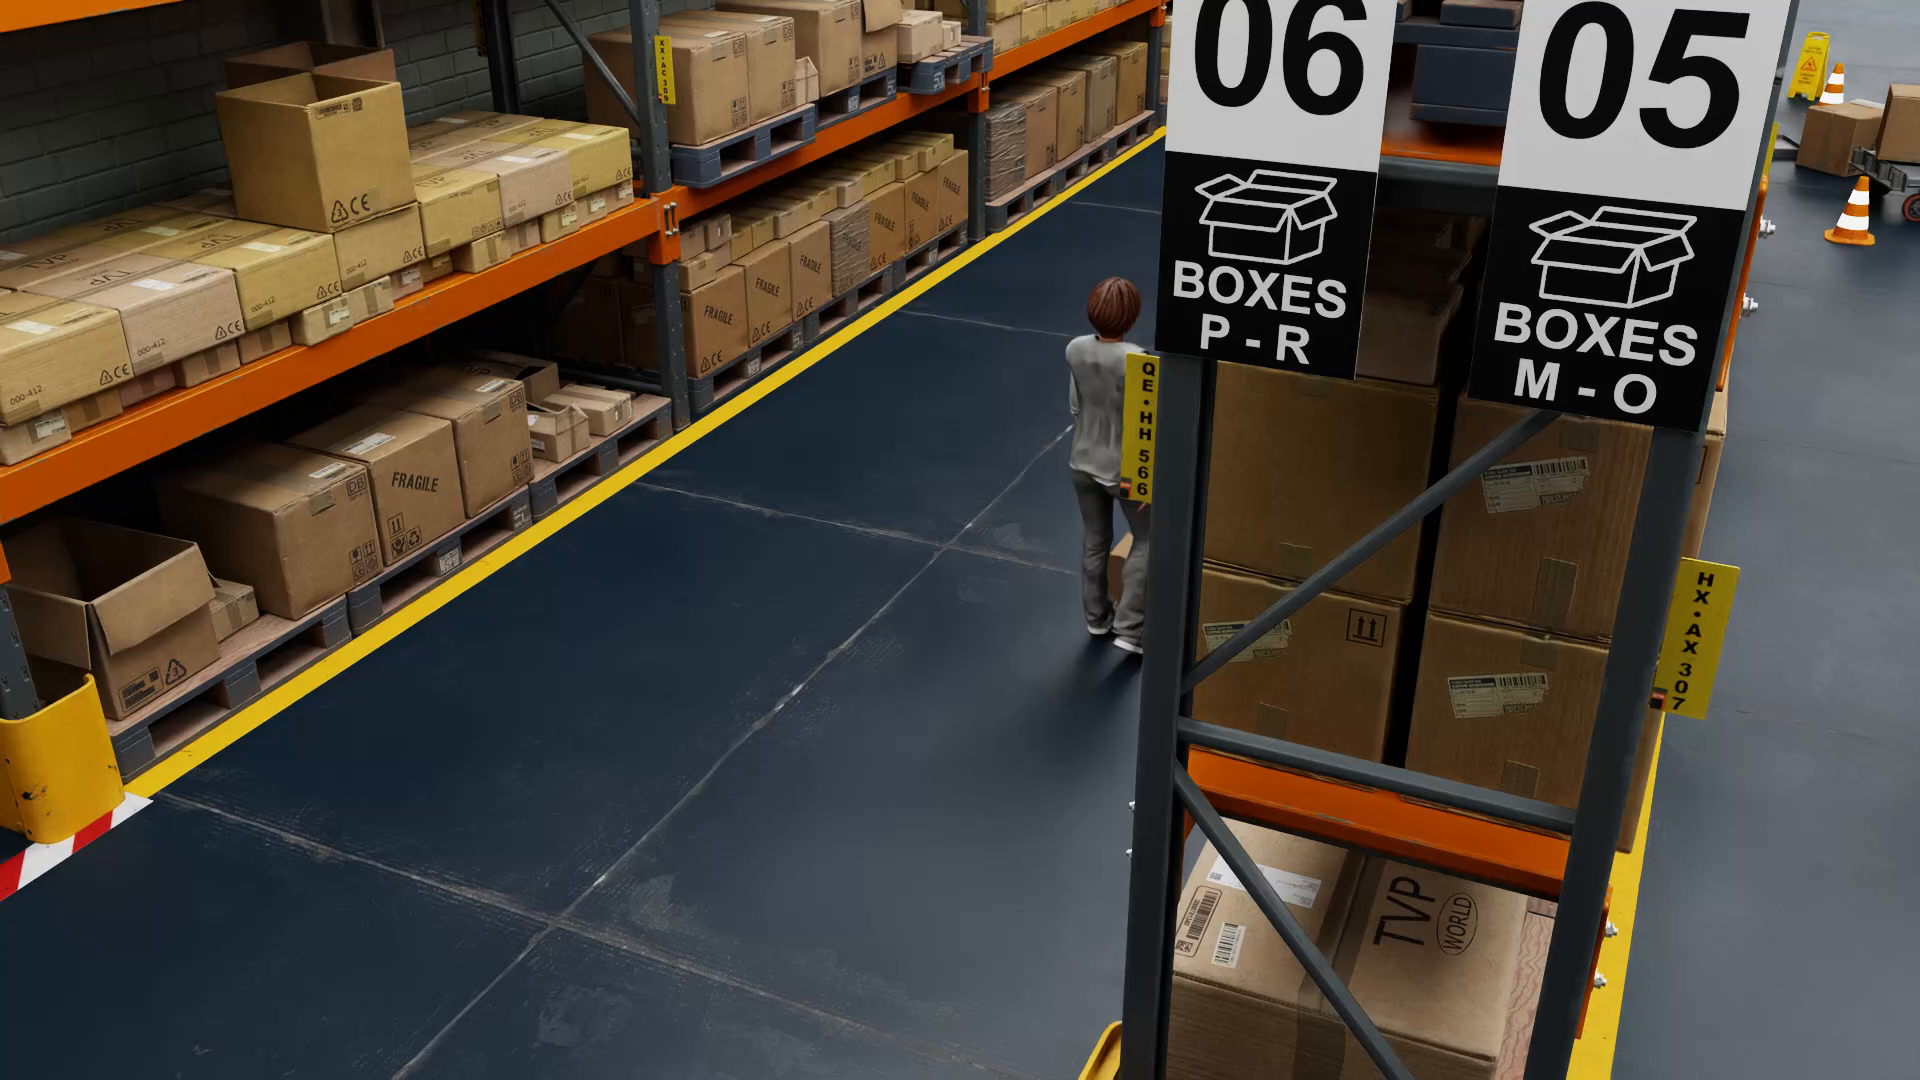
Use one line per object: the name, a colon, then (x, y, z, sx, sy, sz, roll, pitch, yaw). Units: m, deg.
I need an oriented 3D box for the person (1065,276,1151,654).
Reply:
person: (0.639, -0.287, 6.702, 0.438, 1.638, 0.434, 18, 32, 31)
